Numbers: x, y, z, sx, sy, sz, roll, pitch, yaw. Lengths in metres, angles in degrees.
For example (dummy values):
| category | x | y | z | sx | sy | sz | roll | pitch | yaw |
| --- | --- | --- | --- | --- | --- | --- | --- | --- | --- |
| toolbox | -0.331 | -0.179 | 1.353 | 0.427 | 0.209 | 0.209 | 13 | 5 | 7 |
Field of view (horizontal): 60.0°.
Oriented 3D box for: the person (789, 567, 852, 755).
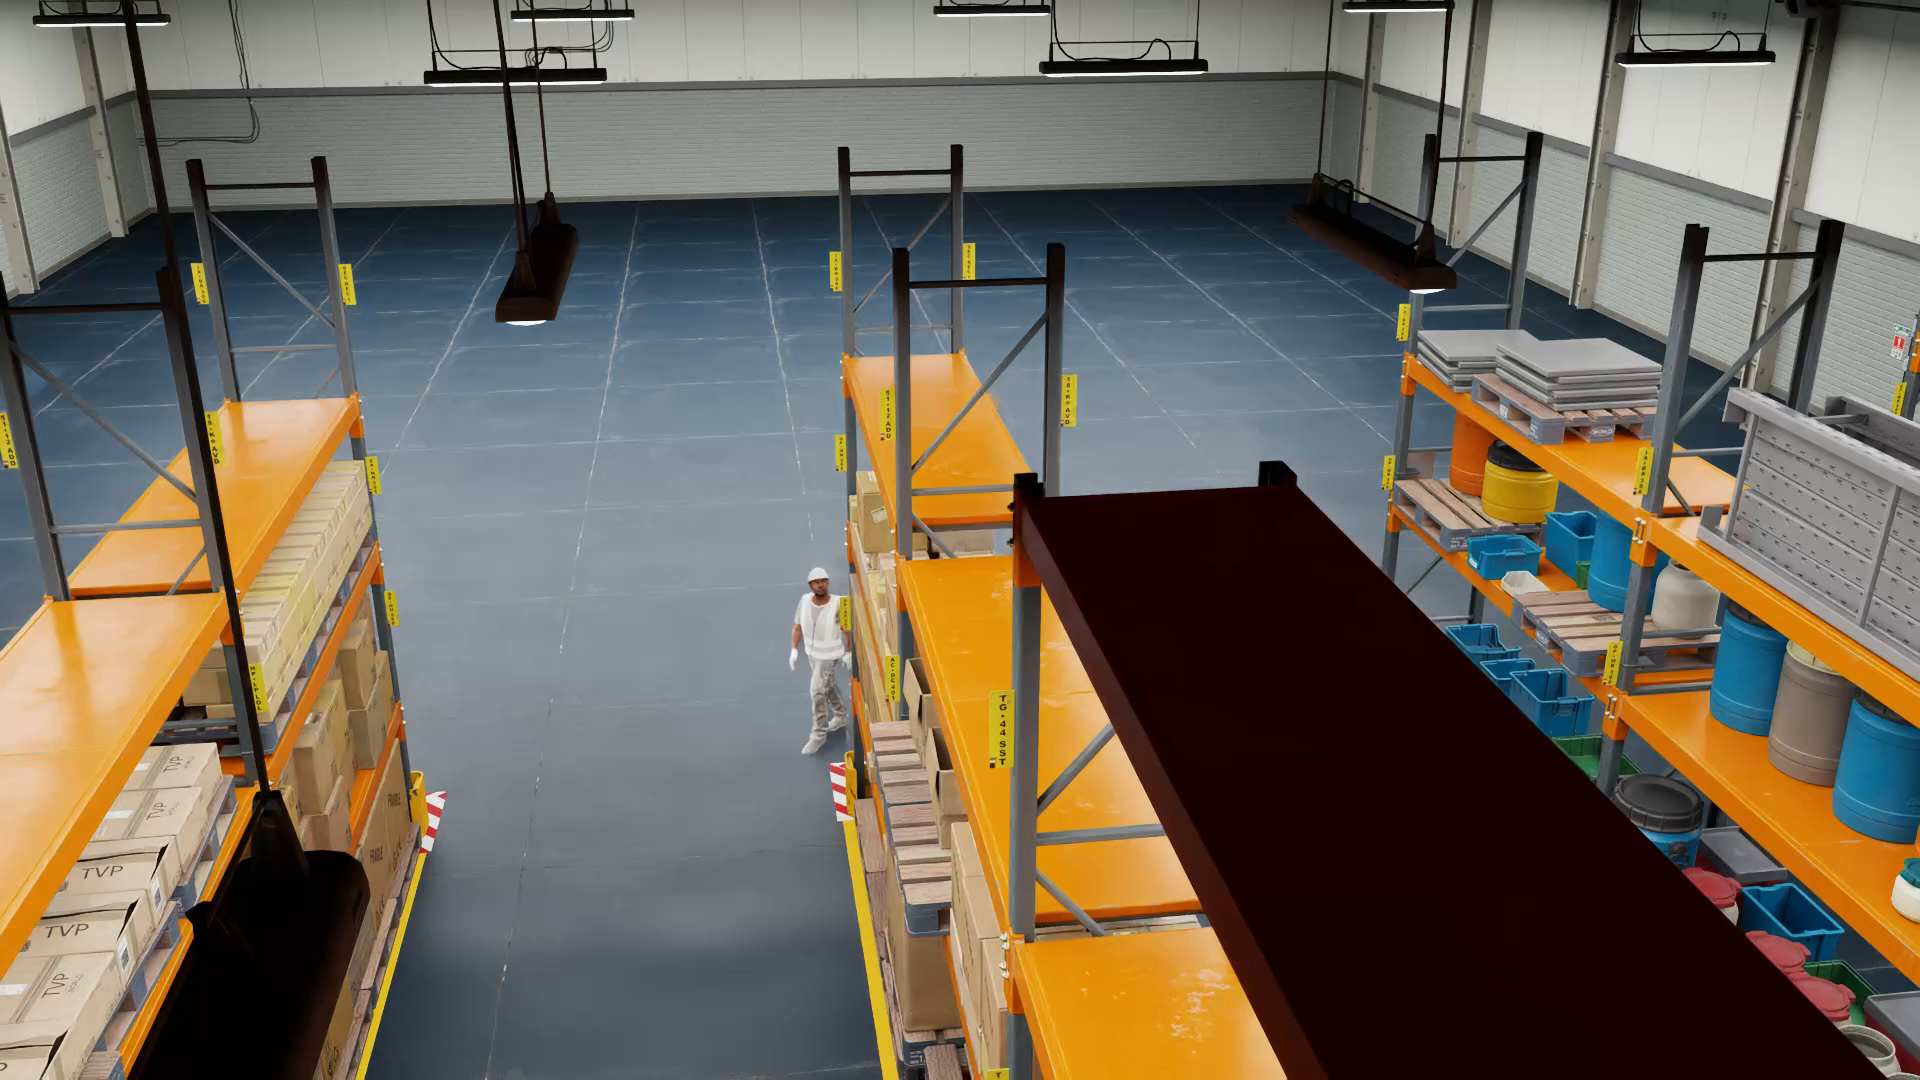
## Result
| category | x | y | z | sx | sy | sz | roll | pitch | yaw |
| --- | --- | --- | --- | --- | --- | --- | --- | --- | --- |
| person | -1.410 | 1.154 | 16.361 | 0.699 | 1.794 | 0.539 | -16 | 27 | -35 |
